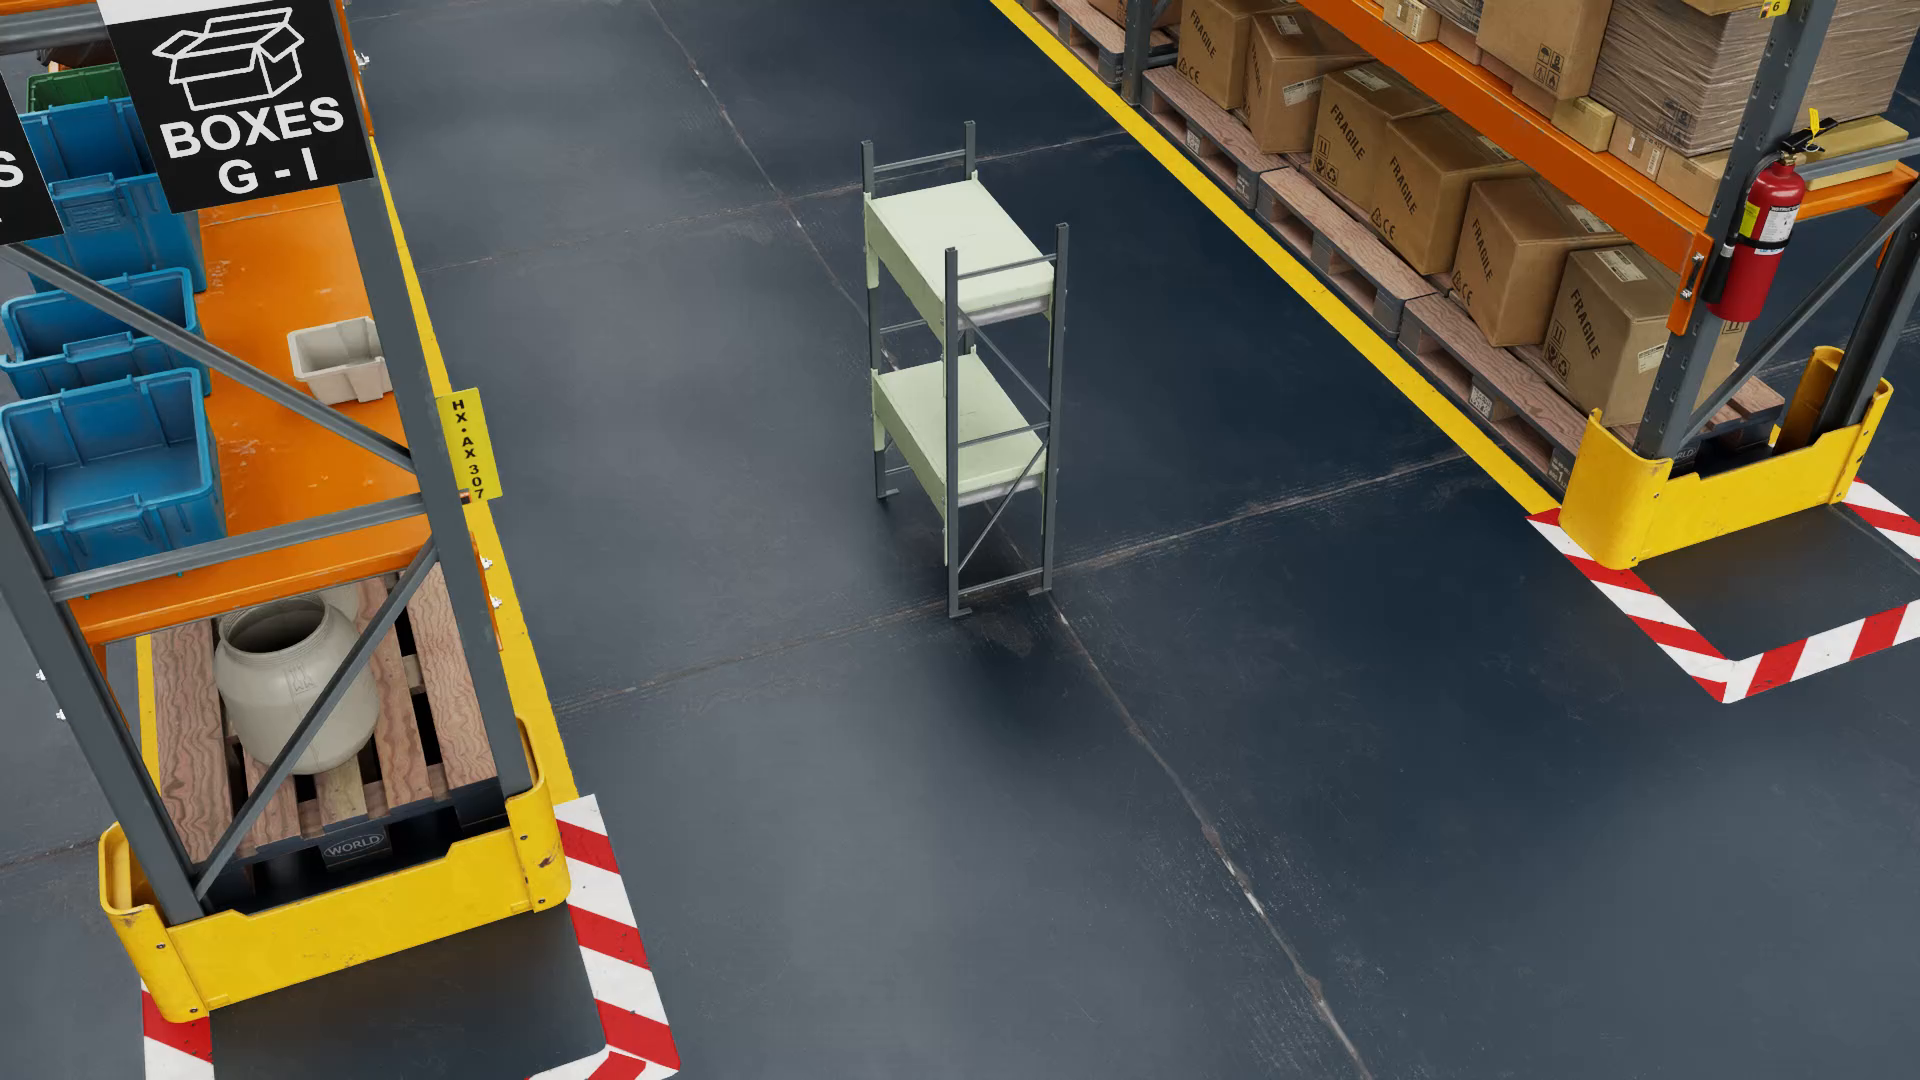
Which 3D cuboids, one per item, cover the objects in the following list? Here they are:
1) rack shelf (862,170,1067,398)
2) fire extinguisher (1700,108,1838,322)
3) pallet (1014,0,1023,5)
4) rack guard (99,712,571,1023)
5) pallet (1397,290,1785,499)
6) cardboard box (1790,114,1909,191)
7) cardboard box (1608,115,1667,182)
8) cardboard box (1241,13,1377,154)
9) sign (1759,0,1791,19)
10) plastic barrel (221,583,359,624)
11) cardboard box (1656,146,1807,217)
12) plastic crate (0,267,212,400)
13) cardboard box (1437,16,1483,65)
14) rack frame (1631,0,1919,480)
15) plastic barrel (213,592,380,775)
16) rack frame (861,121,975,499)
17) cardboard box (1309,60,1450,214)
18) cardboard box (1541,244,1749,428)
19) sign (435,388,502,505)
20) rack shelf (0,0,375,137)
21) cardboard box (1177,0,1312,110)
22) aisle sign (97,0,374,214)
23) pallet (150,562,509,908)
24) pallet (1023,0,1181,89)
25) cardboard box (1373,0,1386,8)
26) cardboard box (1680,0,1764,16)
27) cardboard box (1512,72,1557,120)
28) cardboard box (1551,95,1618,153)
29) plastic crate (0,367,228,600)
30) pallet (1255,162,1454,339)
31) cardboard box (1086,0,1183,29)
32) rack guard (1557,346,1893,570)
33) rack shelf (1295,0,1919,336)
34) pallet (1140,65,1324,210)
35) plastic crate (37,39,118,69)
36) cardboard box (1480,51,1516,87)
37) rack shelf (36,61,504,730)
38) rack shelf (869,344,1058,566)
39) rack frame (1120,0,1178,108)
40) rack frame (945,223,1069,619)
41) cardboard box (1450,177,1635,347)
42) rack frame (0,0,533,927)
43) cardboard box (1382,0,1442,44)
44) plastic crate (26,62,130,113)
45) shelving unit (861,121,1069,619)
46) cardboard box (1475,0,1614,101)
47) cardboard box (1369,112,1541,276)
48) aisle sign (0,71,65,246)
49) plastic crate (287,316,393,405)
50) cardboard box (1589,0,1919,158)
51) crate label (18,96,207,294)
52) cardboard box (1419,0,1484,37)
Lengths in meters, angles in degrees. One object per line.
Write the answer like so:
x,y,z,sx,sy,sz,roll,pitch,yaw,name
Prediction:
0.003,-0.861,5.502,0.431,0.370,0.720,-15,43,-17,rack shelf
2.506,-1.004,5.177,0.296,0.674,0.183,-15,43,-17,fire extinguisher
0.587,-3.774,10.477,1.003,0.211,1.213,-15,43,-17,pallet
-1.761,0.932,4.783,1.175,0.500,0.348,-15,43,-17,rack guard
2.581,-0.704,6.907,1.003,0.211,1.213,-15,43,-17,pallet
2.999,-1.353,5.716,0.380,0.149,0.250,-15,43,-17,cardboard box
2.493,-1.393,5.762,0.380,0.149,0.250,-15,43,-17,cardboard box
1.700,-2.244,8.155,0.500,0.500,0.500,-3,41,-3,cardboard box
2.367,-1.650,4.738,0.100,0.325,0.005,-15,43,-17,sign
-2.202,0.123,5.393,0.421,0.512,0.421,0,41,0,plastic barrel
2.588,-1.242,5.587,0.380,0.149,0.250,-15,43,-17,cardboard box
-2.399,-0.545,4.697,0.499,0.251,0.408,-15,43,-17,plastic crate
2.095,-1.991,6.458,0.380,0.149,0.250,-15,43,-17,cardboard box
2.888,-1.217,5.365,1.000,3.000,0.127,-15,43,-17,rack frame
-2.011,0.425,5.041,0.421,0.512,0.421,0,41,0,plastic barrel
-0.137,-0.785,6.013,0.400,1.500,0.023,-15,43,-17,rack frame
2.010,-1.890,7.742,0.500,0.500,0.500,-19,44,-21,cardboard box
2.664,-0.809,6.486,0.500,0.500,0.500,-8,41,-9,cardboard box
-1.178,-0.221,3.995,0.100,0.325,0.005,-15,43,-17,sign
-2.453,-2.051,4.586,1.077,0.370,4.000,-15,43,-17,rack shelf
1.473,-2.588,8.554,0.500,0.500,0.500,-16,43,-18,cardboard box
-1.390,-0.997,3.115,0.394,0.787,0.004,-15,43,-17,aisle sign
-2.067,0.551,5.448,1.003,0.211,1.213,-15,43,-17,pallet
1.058,-3.038,9.621,1.003,0.211,1.213,-15,43,-17,pallet
1.886,-2.288,6.802,0.380,0.149,0.250,-15,43,-17,cardboard box
2.449,-2.017,5.223,0.500,0.500,0.500,-15,43,-17,cardboard box
2.268,-1.685,6.102,0.380,0.149,0.250,-15,43,-17,cardboard box
2.350,-1.531,5.922,0.380,0.149,0.250,-15,43,-17,cardboard box
-2.156,-0.152,4.241,0.499,0.251,0.616,-15,43,-17,plastic crate
2.118,-1.438,7.760,1.003,0.211,1.213,-15,43,-17,pallet
1.142,-3.221,9.275,0.700,0.500,0.500,-18,44,-20,cardboard box
2.859,-0.315,6.233,1.175,0.500,0.348,-15,43,-17,rack guard
2.123,-2.150,7.001,1.077,0.370,4.000,-15,43,-17,rack shelf
1.647,-2.174,8.616,1.003,0.211,1.213,-15,43,-17,pallet
-3.136,-2.021,6.347,0.767,0.338,0.504,-15,43,-17,plastic crate
2.211,-1.846,6.289,0.380,0.149,0.250,-15,43,-17,cardboard box
-2.453,-0.914,5.564,1.077,0.370,4.000,-15,43,-17,rack shelf
0.003,-0.317,5.969,0.431,0.370,0.720,-15,43,-17,rack shelf
1.357,-3.627,8.167,1.000,3.000,0.127,-15,43,-17,rack frame
0.143,-0.344,5.500,0.400,1.500,0.023,-15,43,-17,rack frame
2.404,-1.161,6.894,0.500,0.500,0.500,-5,41,-6,cardboard box
-1.688,0.018,3.928,1.000,3.000,0.127,-15,43,-17,rack frame
1.917,-2.120,6.607,0.380,0.149,0.250,-15,43,-17,cardboard box
-2.960,-1.423,5.767,0.450,0.188,0.662,-15,43,-17,plastic crate
0.003,-0.565,5.756,0.431,1.500,0.755,-15,43,-17,shelving unit
2.401,-1.978,5.944,0.875,0.500,0.500,-15,43,-17,cardboard box
2.182,-1.543,7.338,0.500,0.500,0.500,-11,42,-13,cardboard box
-1.935,-0.850,2.944,0.394,0.787,0.004,-15,43,-17,aisle sign
-1.733,-0.501,4.735,0.298,0.136,0.250,-15,43,-17,plastic crate
2.703,-1.706,5.629,0.875,0.500,0.500,-15,43,-17,cardboard box
-2.642,-1.037,5.128,0.502,0.435,0.616,-15,43,-17,crate label
2.249,-2.290,6.307,0.875,0.500,0.500,-15,43,-17,cardboard box
